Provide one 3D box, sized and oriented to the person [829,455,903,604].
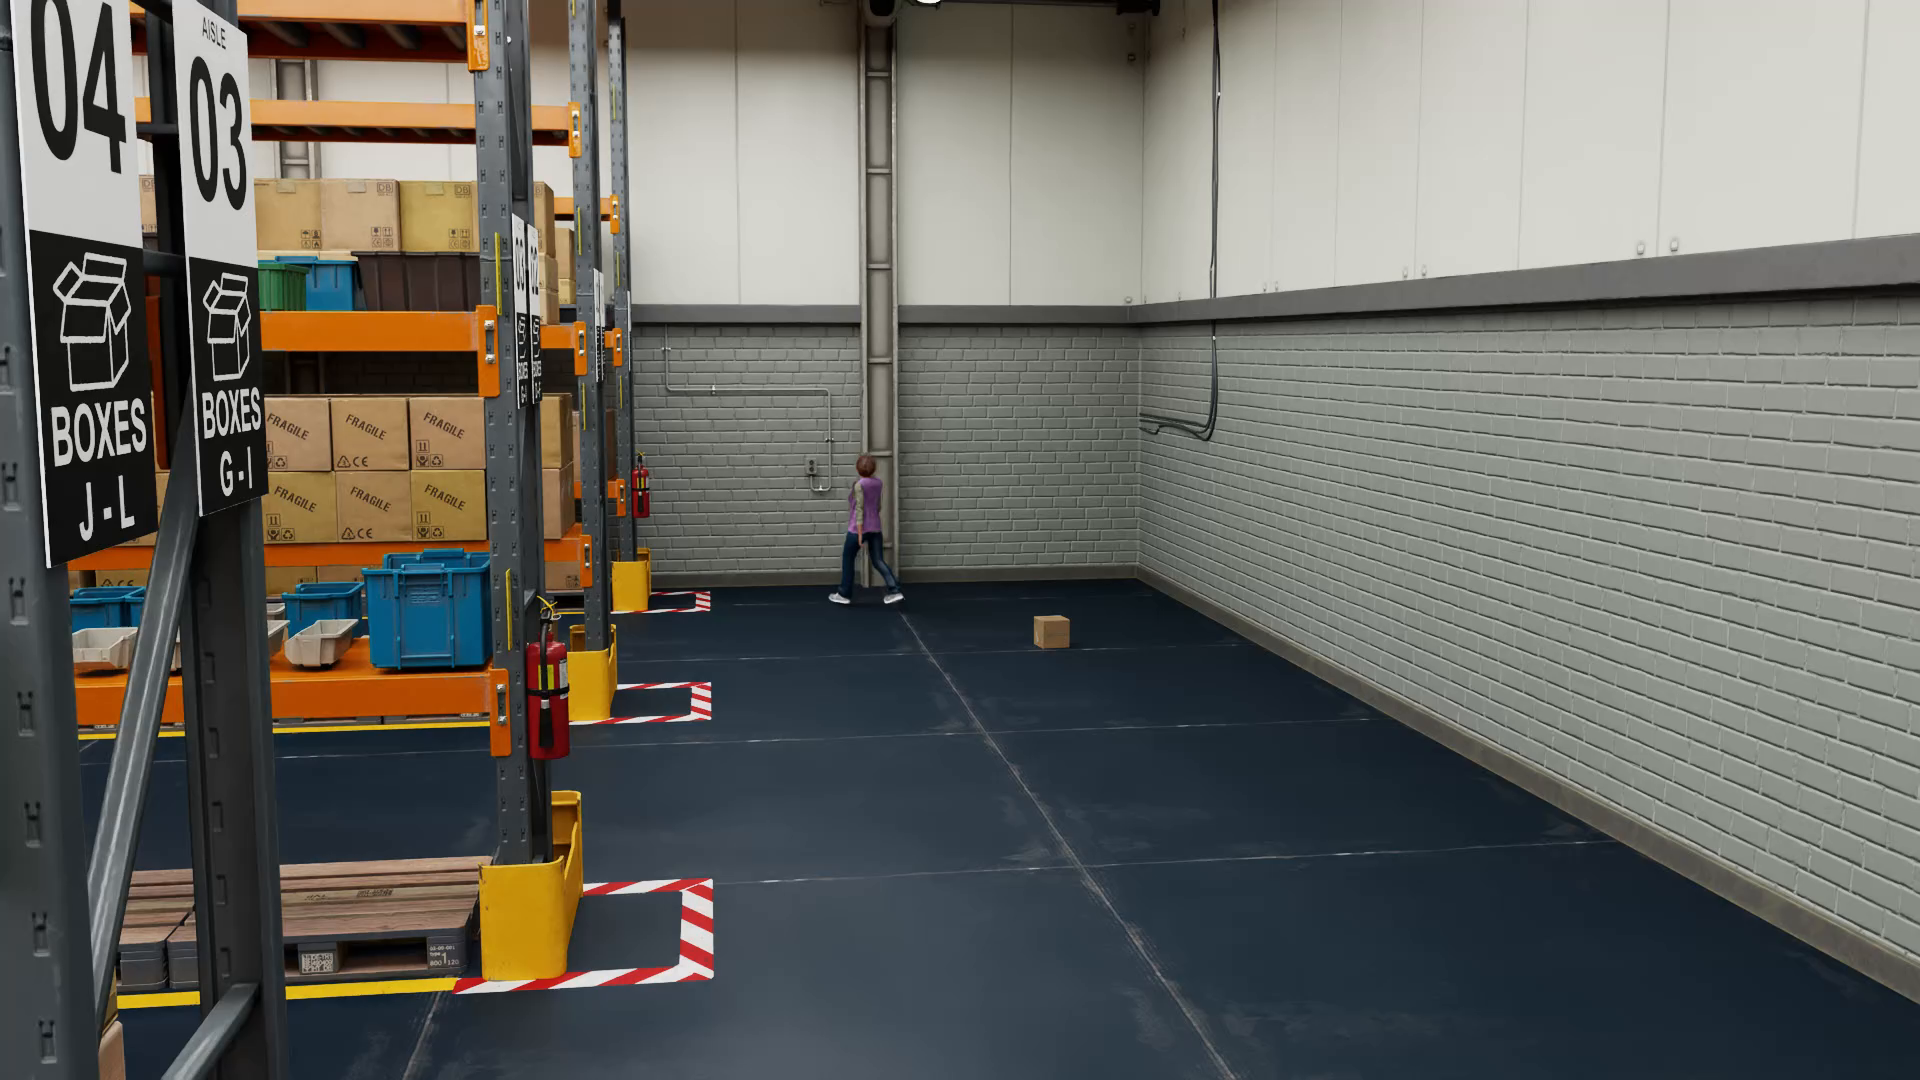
[{"bbox_3d":[-0.958,-0.102,16.894,0.428,1.543,0.949,-6,9,-42],"label":"person"}]
